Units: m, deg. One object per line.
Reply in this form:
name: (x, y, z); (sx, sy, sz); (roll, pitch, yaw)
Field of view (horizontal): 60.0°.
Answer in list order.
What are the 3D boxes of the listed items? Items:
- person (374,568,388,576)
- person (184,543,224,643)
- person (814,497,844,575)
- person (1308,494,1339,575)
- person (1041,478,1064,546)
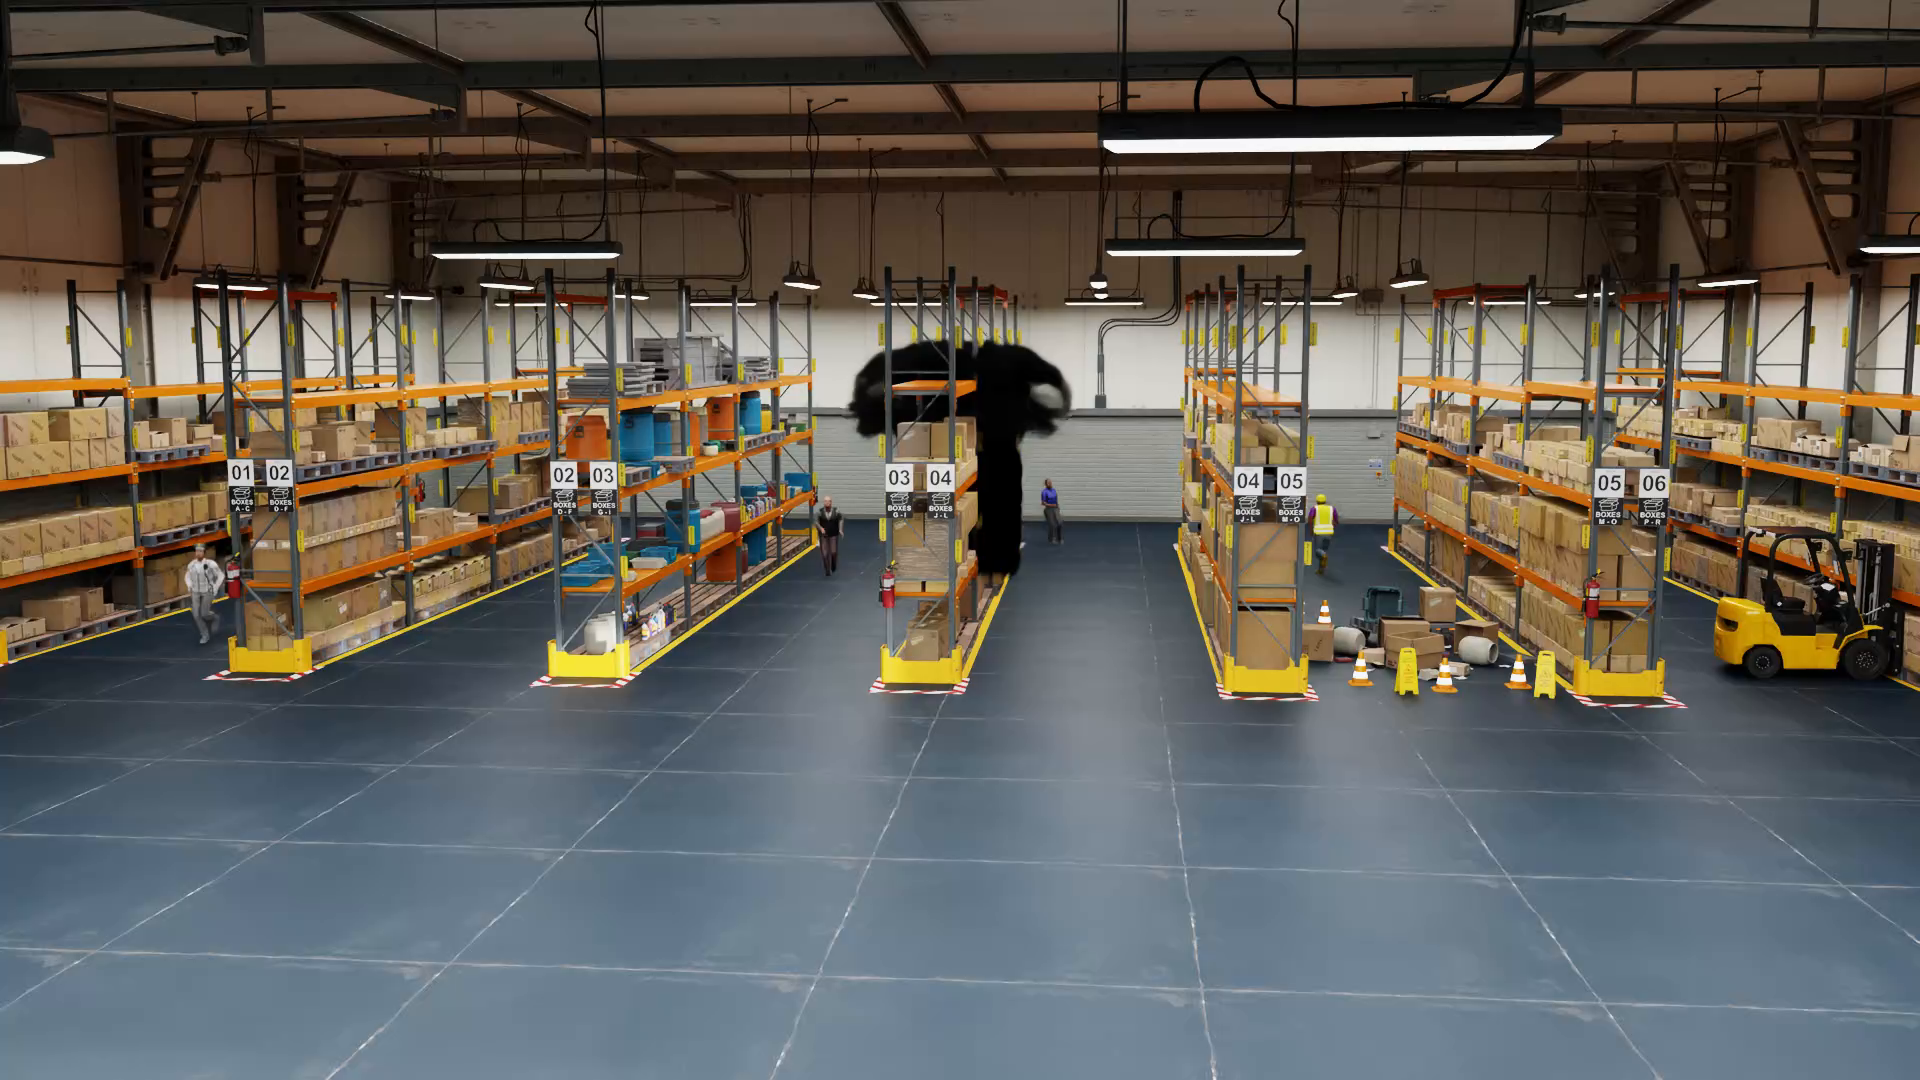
person: (-12.303, -0.103, 35.007); (0.653, 1.730, 0.569); (0, 7, 4)
person: (-12.498, 0.870, 27.458); (0.616, 1.647, 0.554); (0, 7, -2)
person: (-2.754, -0.077, 34.965); (0.641, 1.675, 0.661); (-1, 7, -4)
person: (7.676, -0.103, 35.168); (0.686, 1.704, 0.753); (0, 7, -3)
person: (2.216, -0.670, 40.171); (0.605, 1.650, 0.624); (-3, 8, -26)
